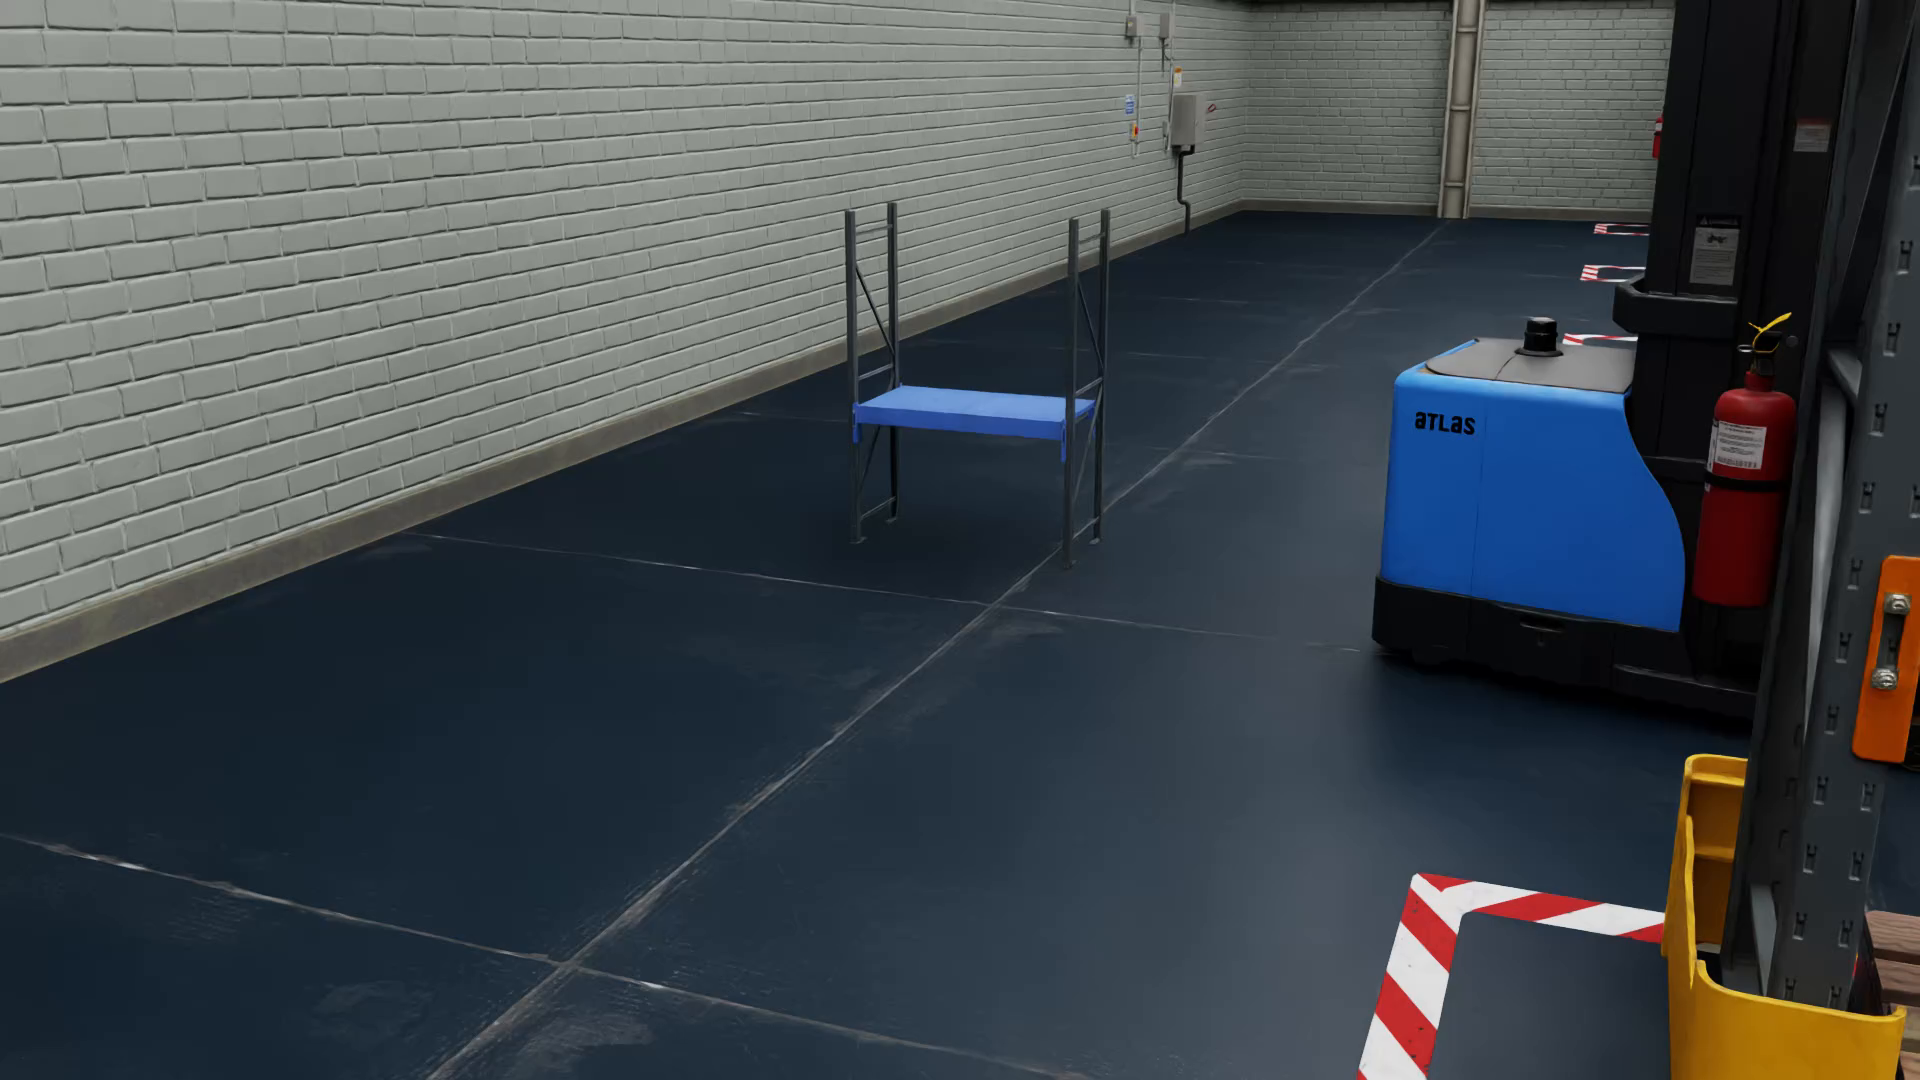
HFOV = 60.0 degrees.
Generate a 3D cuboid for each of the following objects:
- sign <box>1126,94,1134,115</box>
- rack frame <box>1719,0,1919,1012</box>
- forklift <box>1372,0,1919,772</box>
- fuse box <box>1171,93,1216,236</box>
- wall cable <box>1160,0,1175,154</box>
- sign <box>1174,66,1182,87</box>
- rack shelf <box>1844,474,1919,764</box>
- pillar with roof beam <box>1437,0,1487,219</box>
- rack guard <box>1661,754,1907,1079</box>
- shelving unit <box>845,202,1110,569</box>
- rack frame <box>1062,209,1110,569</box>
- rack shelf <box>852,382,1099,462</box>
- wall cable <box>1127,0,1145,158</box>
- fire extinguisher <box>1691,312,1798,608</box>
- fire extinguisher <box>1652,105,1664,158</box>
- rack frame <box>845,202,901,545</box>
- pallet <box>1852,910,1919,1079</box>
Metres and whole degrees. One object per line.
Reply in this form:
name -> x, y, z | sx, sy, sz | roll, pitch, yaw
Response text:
sign -> 1.882, -4.822, 18.419 | 0.001, 0.218, 0.327 | 6, 17, 21
rack frame -> 1.757, -0.273, 3.234 | 0.127, 3.000, 1.000 | 6, 17, 21
forklift -> 3.039, -0.854, 5.357 | 3.031, 2.935, 1.130 | 10, 19, 32
fuse box -> 2.863, -4.610, 20.483 | 0.414, 1.711, 0.539 | 6, 17, 21
wall cable -> 2.466, -5.556, 19.608 | 0.122, 1.984, 0.588 | 6, 17, 21
sign -> 2.650, -5.632, 20.212 | 0.001, 0.242, 0.339 | 6, 17, 21
rack shelf -> 3.618, 0.277, 2.630 | 4.000, 0.370, 1.077 | 6, 17, 21
pillar with roof beam -> 5.272, -7.690, 18.021 | 0.400, 9.000, 9.100 | 6, 17, 21
rack guard -> 1.730, 0.928, 3.580 | 0.348, 0.500, 1.175 | 6, 17, 21
shelving unit -> 0.079, -0.712, 7.434 | 1.048, 1.500, 0.538 | 6, 17, 21
rack frame -> 0.552, -0.660, 7.255 | 0.032, 1.500, 0.500 | 6, 17, 21
rack shelf -> 0.079, -0.539, 7.485 | 1.000, 0.185, 0.538 | 6, 17, 21
wall cable -> 1.957, -5.202, 18.332 | 0.123, 1.953, 0.585 | 6, 17, 21
fire extinguisher -> 1.784, -0.190, 3.756 | 0.183, 0.674, 0.296 | 6, 17, 21
fire extinguisher -> 8.722, -5.095, 20.650 | 0.183, 0.674, 0.296 | 6, 17, 21
rack frame -> -0.394, -0.764, 7.614 | 0.032, 1.500, 0.500 | 6, 17, 21
pallet -> 2.510, 1.160, 3.298 | 1.213, 0.211, 1.003 | 6, 17, 21
